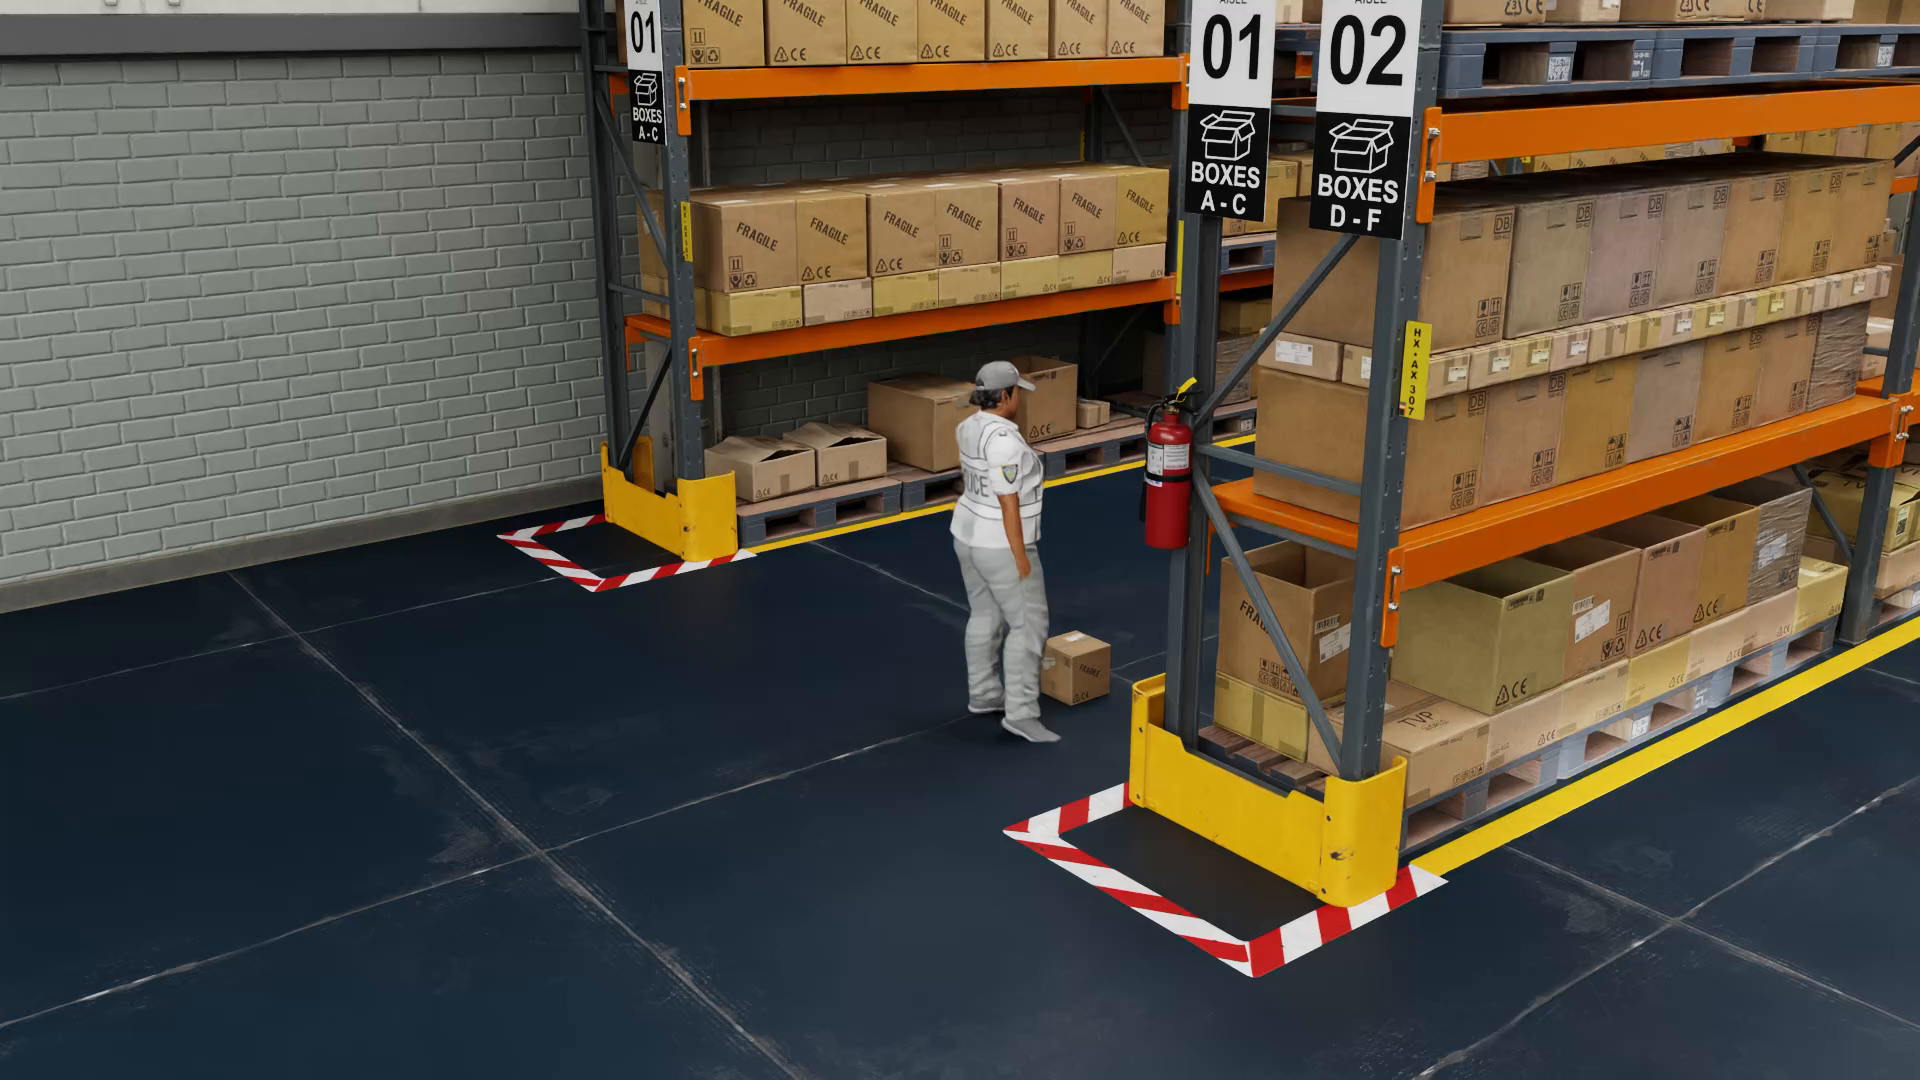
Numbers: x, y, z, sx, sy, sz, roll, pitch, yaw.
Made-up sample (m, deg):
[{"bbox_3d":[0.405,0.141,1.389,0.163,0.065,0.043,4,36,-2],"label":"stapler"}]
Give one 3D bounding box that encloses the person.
[{"bbox_3d":[0.226,0.056,7.423,0.374,1.709,0.608,-7,19,-22],"label":"person"}]
